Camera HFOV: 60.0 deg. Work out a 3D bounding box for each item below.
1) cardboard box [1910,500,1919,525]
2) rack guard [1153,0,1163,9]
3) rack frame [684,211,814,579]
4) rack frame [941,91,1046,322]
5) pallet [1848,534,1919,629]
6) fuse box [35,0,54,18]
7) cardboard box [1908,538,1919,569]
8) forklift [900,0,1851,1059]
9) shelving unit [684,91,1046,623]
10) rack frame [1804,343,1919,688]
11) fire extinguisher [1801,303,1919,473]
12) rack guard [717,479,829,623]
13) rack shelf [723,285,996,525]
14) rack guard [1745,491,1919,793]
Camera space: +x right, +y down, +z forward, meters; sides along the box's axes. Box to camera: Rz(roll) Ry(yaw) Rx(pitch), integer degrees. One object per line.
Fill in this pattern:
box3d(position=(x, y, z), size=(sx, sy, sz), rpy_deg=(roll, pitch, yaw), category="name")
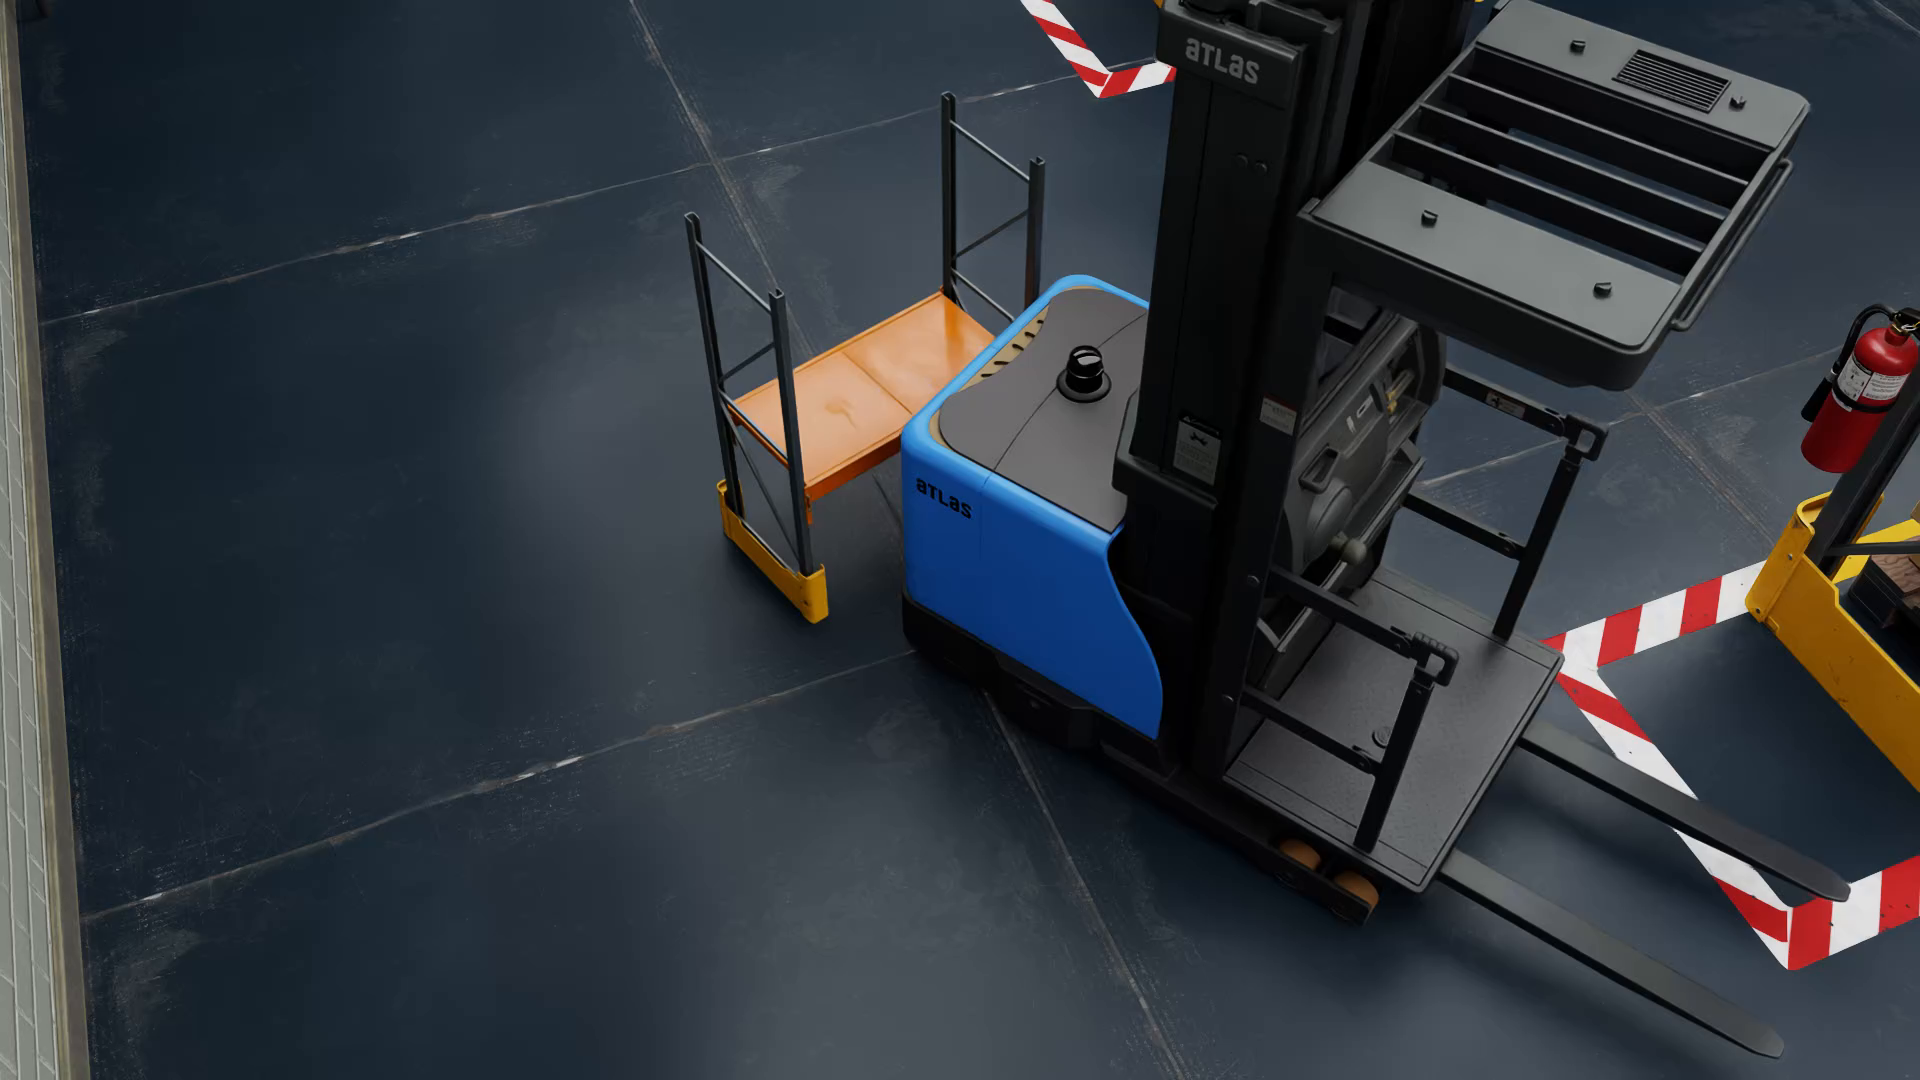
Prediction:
box3d(position=(3.526, -0.039, 5.713), size=(0.250, 0.149, 0.380), rpy_deg=(-18, 52, -15), category="cardboard box")
box3d(position=(1.158, -3.009, 8.505), size=(0.348, 0.500, 1.175), rpy_deg=(-17, 52, -14), category="rack guard")
box3d(position=(-0.684, -0.374, 5.583), size=(0.032, 1.500, 0.500), rpy_deg=(-32, 56, -24), category="rack frame")
box3d(position=(0.105, -0.860, 6.000), size=(0.032, 1.500, 0.500), rpy_deg=(-32, 56, -24), category="rack frame")
box3d(position=(3.981, 0.296, 5.857), size=(1.213, 0.211, 1.003), rpy_deg=(-17, 52, -14), category="pallet")
box3d(position=(-4.691, -3.294, 7.951), size=(0.414, 1.711, 0.539), rpy_deg=(-17, 52, -14), category="fuse box")
box3d(position=(3.554, 0.112, 5.779), size=(0.250, 0.149, 0.380), rpy_deg=(-16, 51, -14), category="cardboard box")
box3d(position=(1.289, -0.224, 4.511), size=(3.031, 2.935, 1.130), rpy_deg=(29, 55, 23), category="forklift")
box3d(position=(-0.297, -0.613, 5.788), size=(1.083, 1.500, 0.587), rpy_deg=(-32, 56, -24), category="shelving unit")
box3d(position=(3.145, -0.383, 4.601), size=(0.127, 3.000, 1.000), rpy_deg=(-17, 52, -14), category="rack frame")
box3d(position=(2.737, -0.488, 4.989), size=(0.183, 0.674, 0.296), rpy_deg=(-17, 52, -14), category="fire extinguisher")
box3d(position=(-0.683, 0.032, 6.057), size=(0.087, 0.250, 0.587), rpy_deg=(-32, 56, -24), category="rack guard")
box3d(position=(-0.289, -0.500, 5.928), size=(1.000, 0.185, 0.538), rpy_deg=(-32, 56, -24), category="rack shelf")
box3d(position=(3.216, 0.410, 5.568), size=(0.348, 0.500, 1.175), rpy_deg=(-17, 52, -14), category="rack guard")
